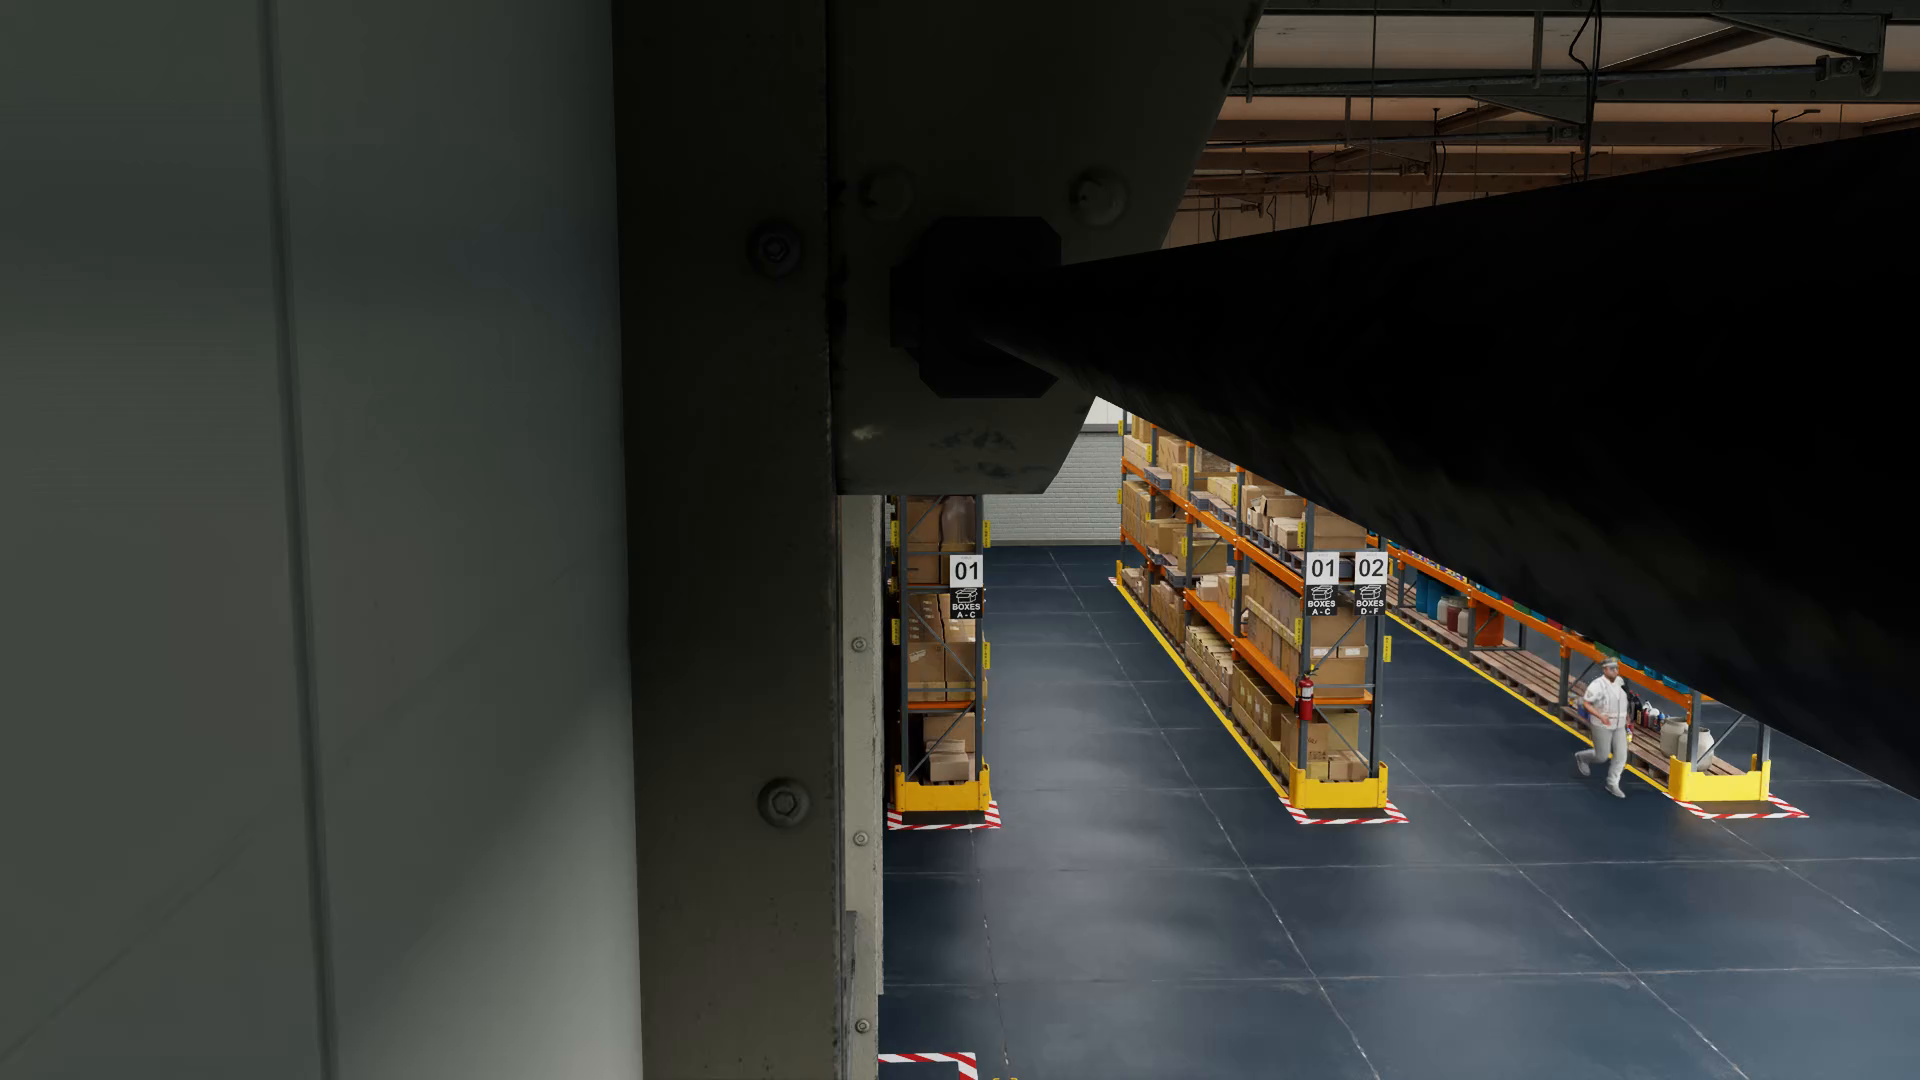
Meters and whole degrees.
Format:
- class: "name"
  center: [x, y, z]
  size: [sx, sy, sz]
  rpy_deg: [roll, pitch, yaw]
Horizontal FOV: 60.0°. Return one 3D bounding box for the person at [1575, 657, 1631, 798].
- class: "person"
  center: [8.284, 2.350, 21.317]
  size: [0.663, 1.772, 0.816]
  rpy_deg: [-2, 9, -16]
